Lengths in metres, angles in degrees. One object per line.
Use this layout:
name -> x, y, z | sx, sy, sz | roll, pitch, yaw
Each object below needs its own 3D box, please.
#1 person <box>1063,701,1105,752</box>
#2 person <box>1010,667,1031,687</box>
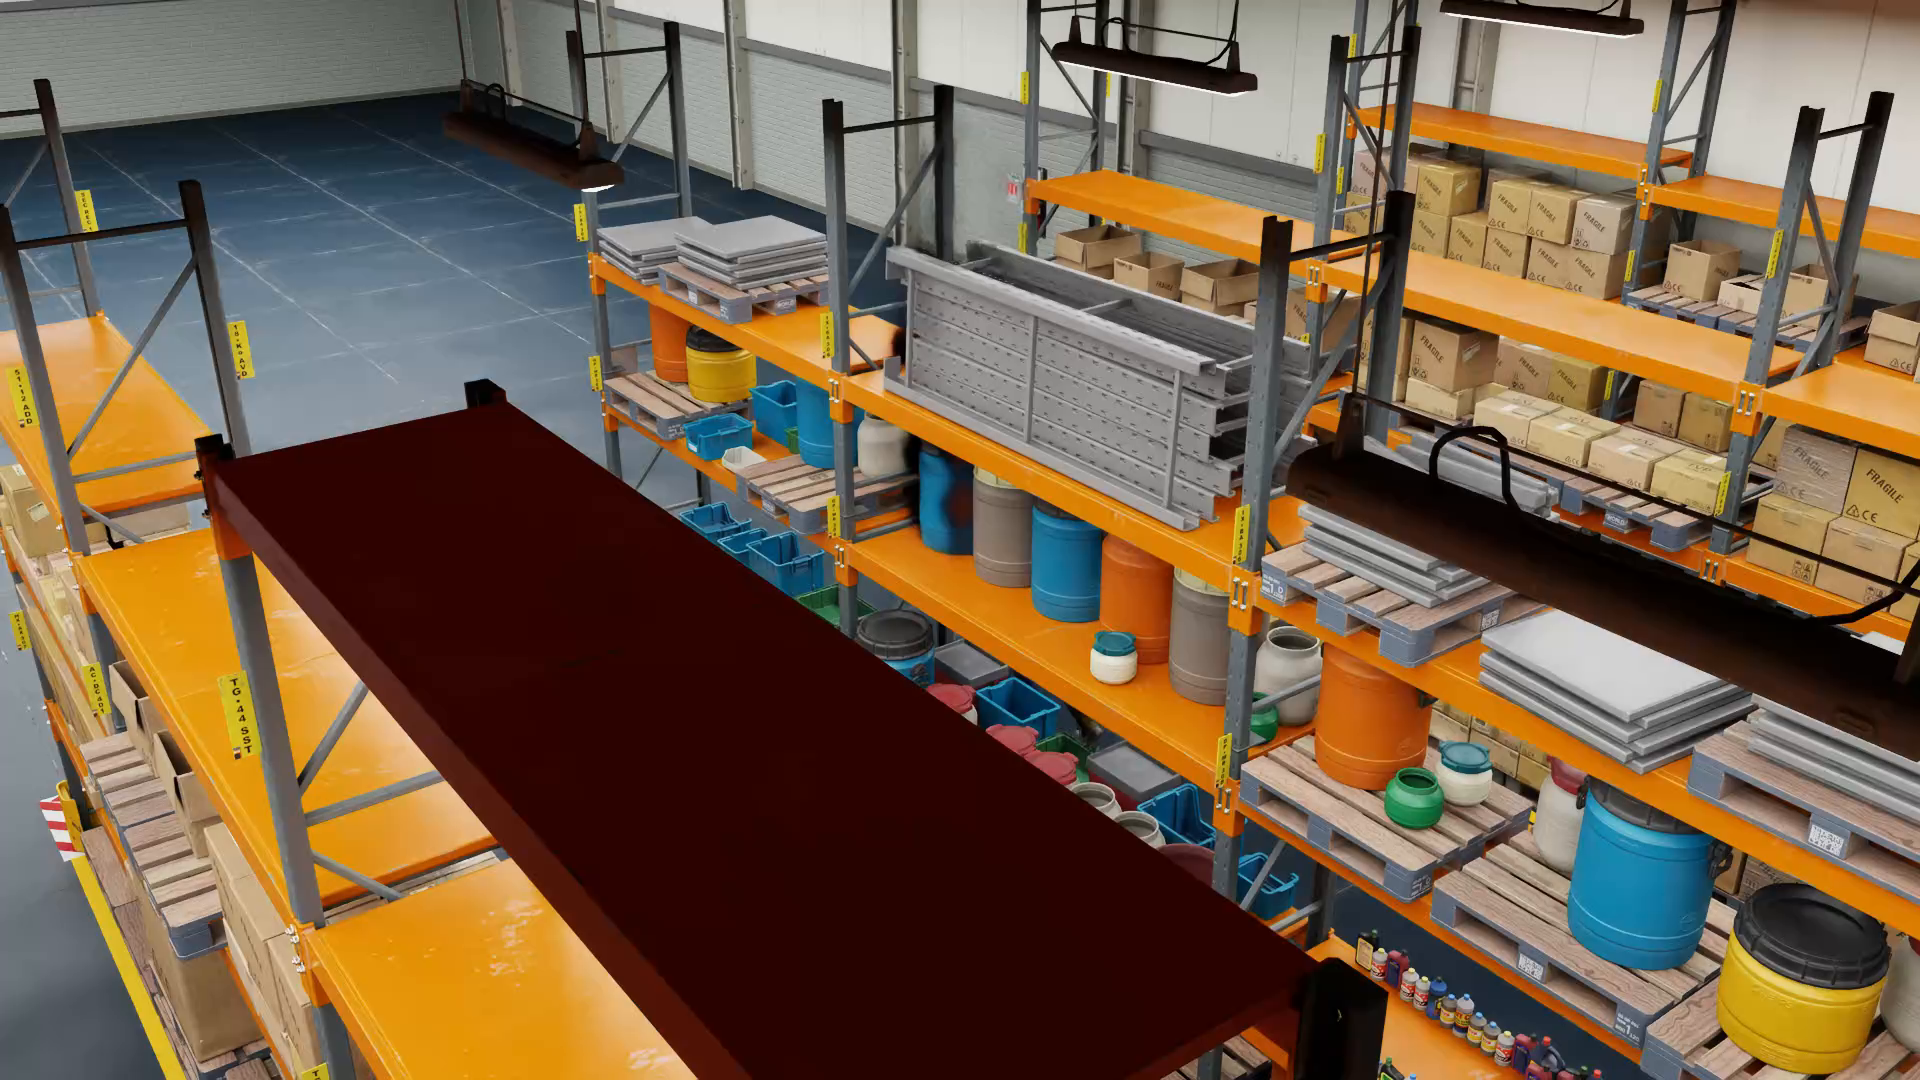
person -> 1.082, 0.999, 14.073 | 0.746, 1.750, 0.600 | -16, 29, -31
person -> 0.304, 0.704, 14.831 | 0.609, 1.692, 0.879 | -17, 30, -32
